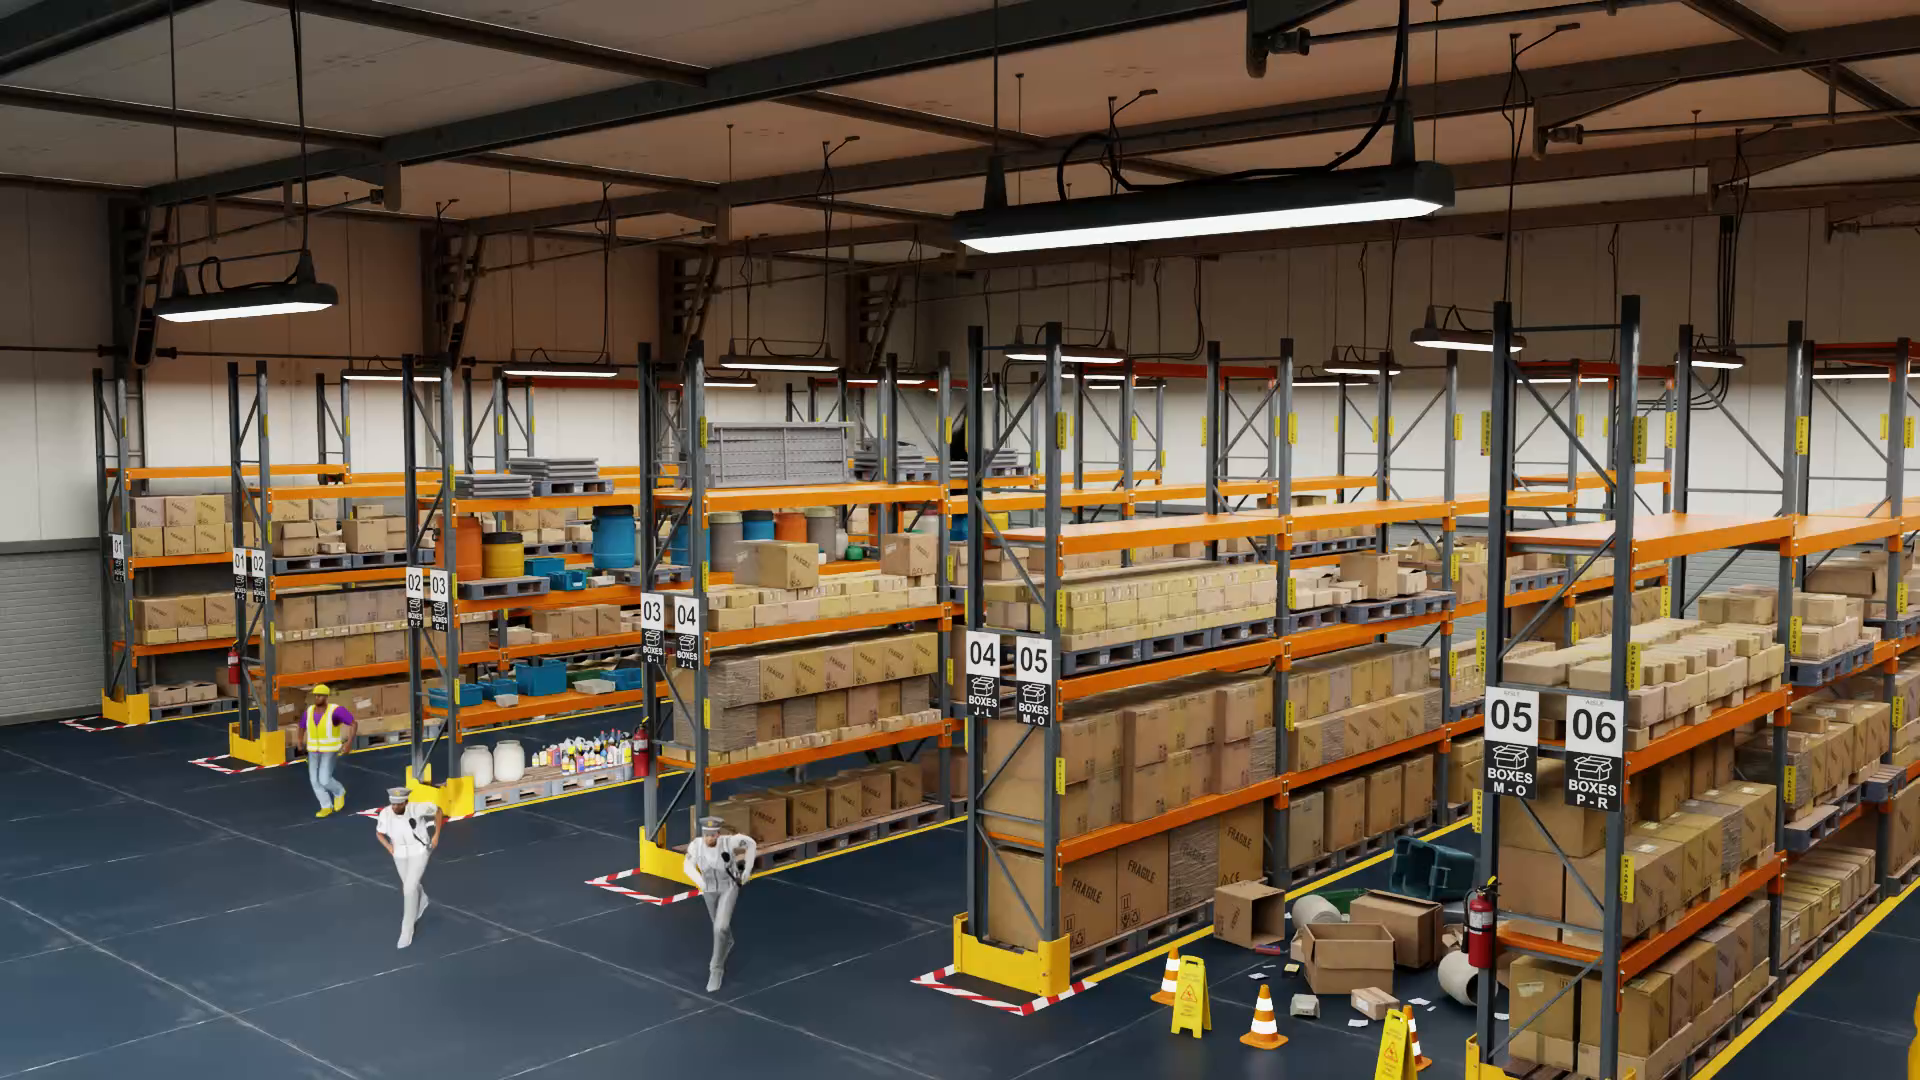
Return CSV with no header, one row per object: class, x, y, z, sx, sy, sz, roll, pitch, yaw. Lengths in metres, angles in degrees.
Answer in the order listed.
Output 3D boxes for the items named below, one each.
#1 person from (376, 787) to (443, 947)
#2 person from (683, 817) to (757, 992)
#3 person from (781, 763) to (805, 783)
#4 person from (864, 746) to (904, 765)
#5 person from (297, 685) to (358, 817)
person,-5.461,3.187,16.610,0.619,1.622,0.978,0,4,-3
person,-2.195,3.274,15.361,0.658,1.623,0.960,0,4,3
person,-2.323,2.778,22.471,0.641,1.491,0.748,1,4,17
person,-1.121,2.549,23.577,0.643,1.721,0.922,3,5,39
person,-8.213,2.718,21.470,0.748,1.720,0.602,1,4,7
